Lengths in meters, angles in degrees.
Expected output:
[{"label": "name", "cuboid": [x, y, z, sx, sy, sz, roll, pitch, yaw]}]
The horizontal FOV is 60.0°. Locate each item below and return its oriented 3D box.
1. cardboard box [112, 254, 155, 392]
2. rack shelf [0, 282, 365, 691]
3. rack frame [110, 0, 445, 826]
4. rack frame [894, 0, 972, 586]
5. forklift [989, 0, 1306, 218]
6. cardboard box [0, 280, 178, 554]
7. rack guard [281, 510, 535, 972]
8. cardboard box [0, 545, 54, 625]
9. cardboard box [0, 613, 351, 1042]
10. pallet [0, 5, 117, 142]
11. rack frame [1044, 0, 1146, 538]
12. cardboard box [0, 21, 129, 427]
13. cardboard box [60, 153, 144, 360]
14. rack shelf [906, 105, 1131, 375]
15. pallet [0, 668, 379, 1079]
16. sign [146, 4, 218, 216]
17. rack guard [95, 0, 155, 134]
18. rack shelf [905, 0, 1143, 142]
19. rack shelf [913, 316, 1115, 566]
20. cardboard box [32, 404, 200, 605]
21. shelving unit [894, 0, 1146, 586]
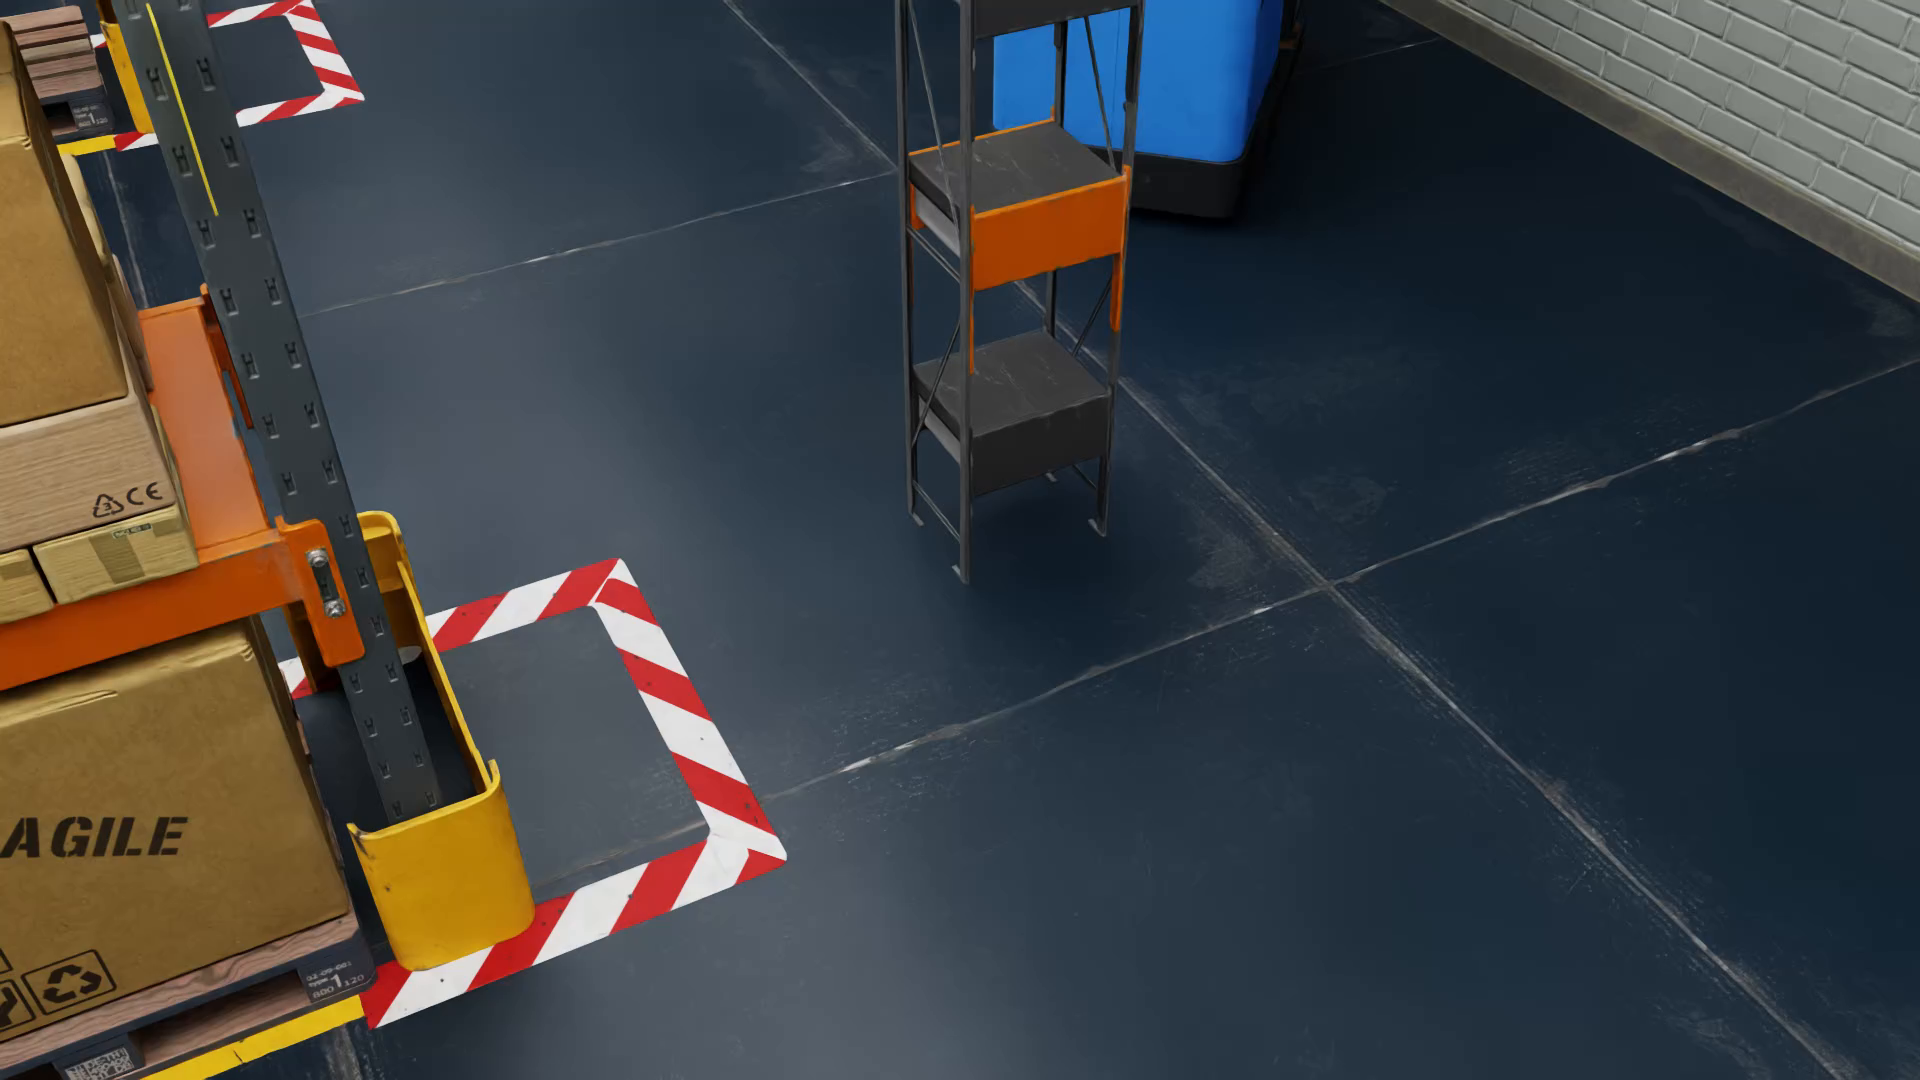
[{"label": "cardboard box", "cuboid": [-1.947, -0.453, 3.658, 0.250, 0.149, 0.380, -18, 43, -20]}, {"label": "rack shelf", "cuboid": [-3.253, 0.406, 3.006, 4.000, 0.370, 1.077, -19, 44, -21]}, {"label": "rack frame", "cuboid": [-1.479, -0.466, 3.479, 0.127, 3.000, 1.000, -19, 44, -21]}, {"label": "rack frame", "cuboid": [-0.070, -0.778, 4.544, 0.015, 2.100, 0.400, -19, 44, -21]}, {"label": "forklift", "cuboid": [1.024, -3.369, 6.962, 1.130, 2.935, 3.031, 11, 41, 12]}, {"label": "cardboard box", "cuboid": [-1.786, -0.225, 3.081, 0.500, 0.250, 0.500, -19, 44, -21]}, {"label": "rack guard", "cuboid": [-1.458, 0.481, 4.295, 0.348, 0.500, 1.175, -19, 44, -21]}, {"label": "cardboard box", "cuboid": [-1.873, 0.004, 3.119, 0.250, 0.149, 0.380, -18, 44, -20]}, {"label": "cardboard box", "cuboid": [-2.010, 0.422, 3.750, 0.875, 0.875, 0.875, -19, 44, -21]}, {"label": "pallet", "cuboid": [-4.517, -2.016, 7.468, 1.213, 0.211, 1.003, -19, 44, -21]}, {"label": "rack frame", "cuboid": [0.363, -0.924, 4.716, 0.015, 2.100, 0.400, -19, 44, -21]}, {"label": "cardboard box", "cuboid": [-1.790, -0.512, 2.839, 0.500, 0.500, 0.500, -18, 43, -20]}, {"label": "cardboard box", "cuboid": [-2.030, -0.534, 3.445, 0.500, 0.250, 0.500, -20, 44, -22]}, {"label": "rack shelf", "cuboid": [0.147, -0.840, 4.639, 0.480, 0.518, 0.431, -19, 44, -21]}, {"label": "pallet", "cuboid": [-2.152, 0.882, 4.045, 1.213, 0.211, 1.003, -19, 44, -21]}, {"label": "sign", "cuboid": [-1.241, -0.683, 2.656, 0.005, 0.325, 0.100, -19, 44, -21]}, {"label": "rack guard", "cuboid": [-3.752, -2.365, 7.656, 0.348, 0.500, 1.175, -19, 44, -21]}, {"label": "rack shelf", "cuboid": [0.147, -1.375, 4.187, 0.480, 0.518, 0.431, -19, 44, -21]}, {"label": "rack shelf", "cuboid": [0.147, -0.306, 5.091, 0.480, 0.518, 0.431, -19, 44, -21]}, {"label": "cardboard box", "cuboid": [-1.643, -0.075, 3.211, 0.250, 0.149, 0.380, -18, 43, -20]}, {"label": "shelving unit", "cuboid": [0.147, -0.851, 4.630, 0.503, 2.100, 0.431, -19, 44, -21]}]
